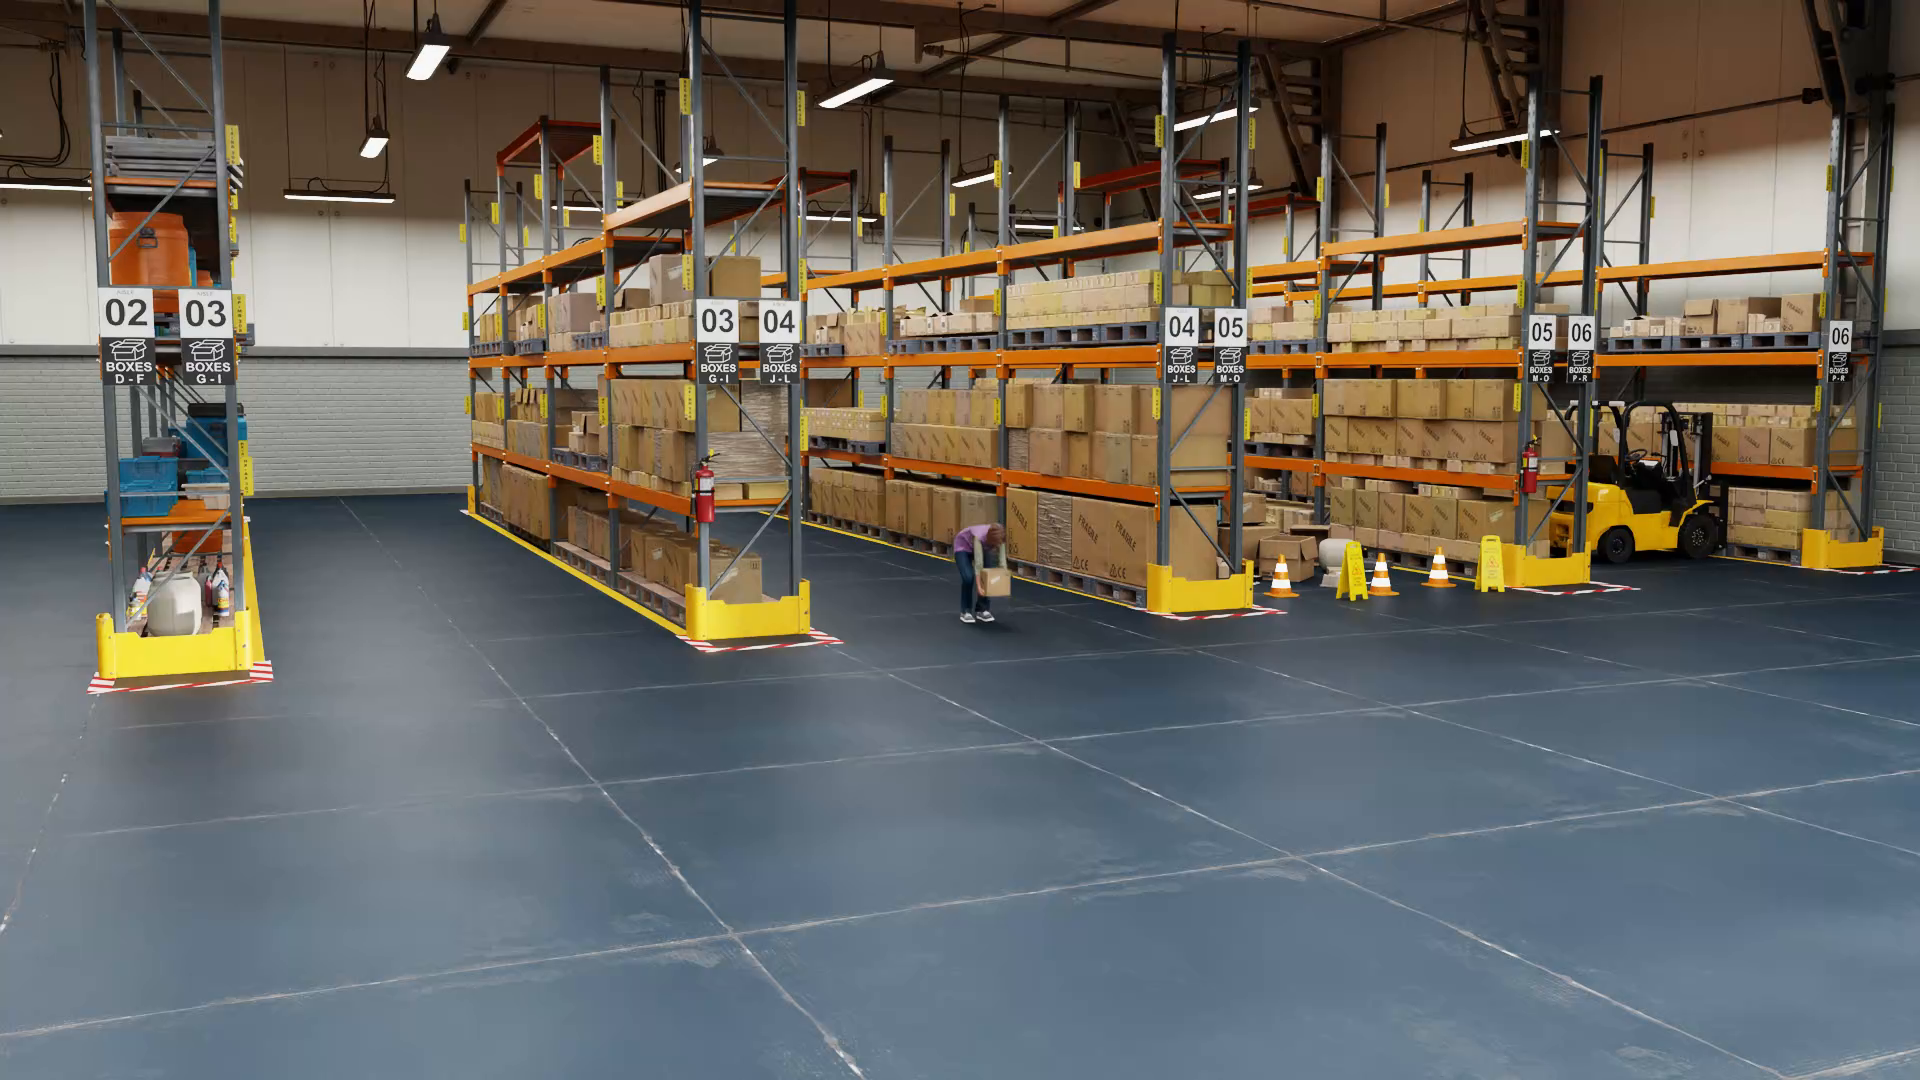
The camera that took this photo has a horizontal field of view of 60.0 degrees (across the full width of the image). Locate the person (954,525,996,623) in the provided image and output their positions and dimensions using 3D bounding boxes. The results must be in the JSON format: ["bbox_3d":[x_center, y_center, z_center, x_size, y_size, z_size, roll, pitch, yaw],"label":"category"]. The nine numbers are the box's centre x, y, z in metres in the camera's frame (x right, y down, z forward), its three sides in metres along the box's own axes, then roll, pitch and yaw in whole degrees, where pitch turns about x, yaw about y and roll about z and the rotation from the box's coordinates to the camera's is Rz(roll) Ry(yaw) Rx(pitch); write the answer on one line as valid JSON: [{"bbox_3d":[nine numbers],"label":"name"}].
[{"bbox_3d":[0.183,0.333,16.859,0.369,1.005,0.635,-3,6,-26],"label":"person"}]
